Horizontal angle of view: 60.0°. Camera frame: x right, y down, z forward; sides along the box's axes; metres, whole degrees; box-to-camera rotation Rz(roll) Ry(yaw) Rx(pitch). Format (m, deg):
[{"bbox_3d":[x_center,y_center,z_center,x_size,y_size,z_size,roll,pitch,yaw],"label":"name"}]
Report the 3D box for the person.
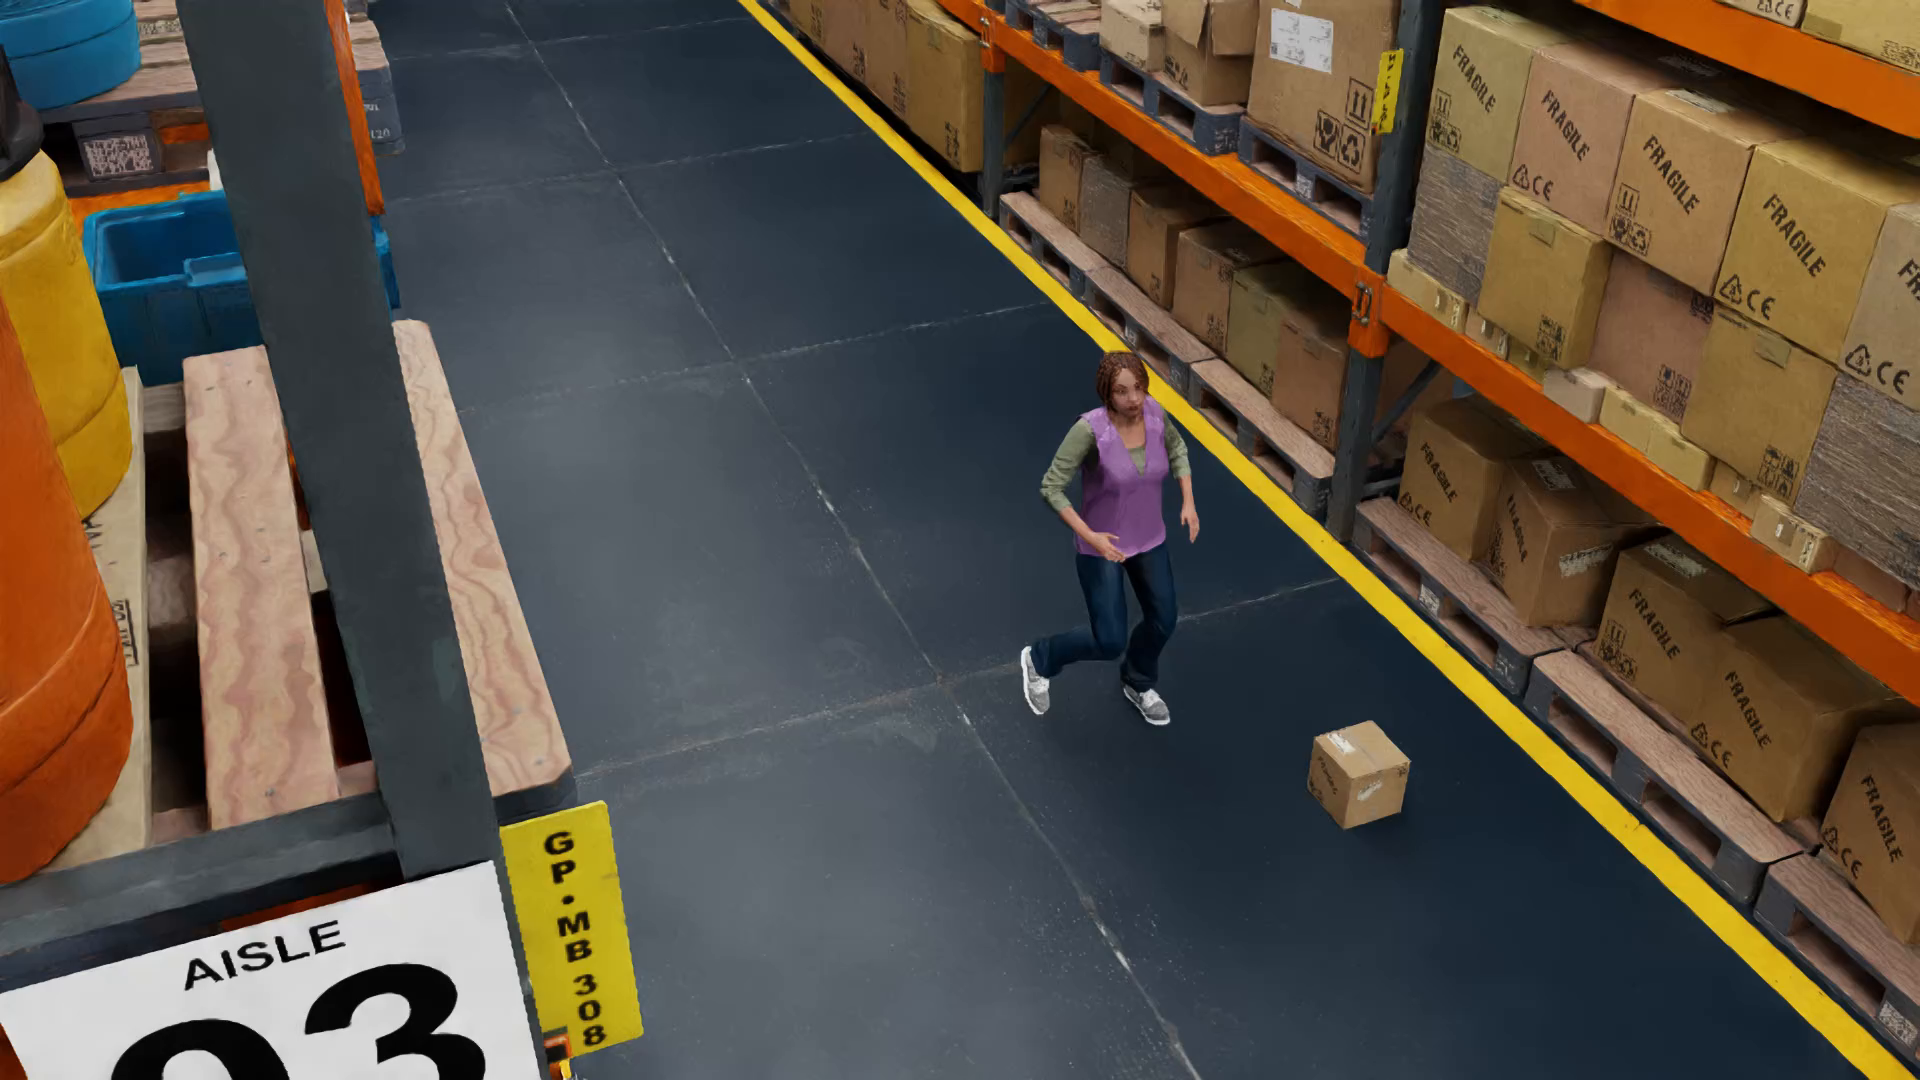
[{"bbox_3d":[0.590,0.015,6.158,0.665,1.566,0.450,-19,38,-26],"label":"person"}]
